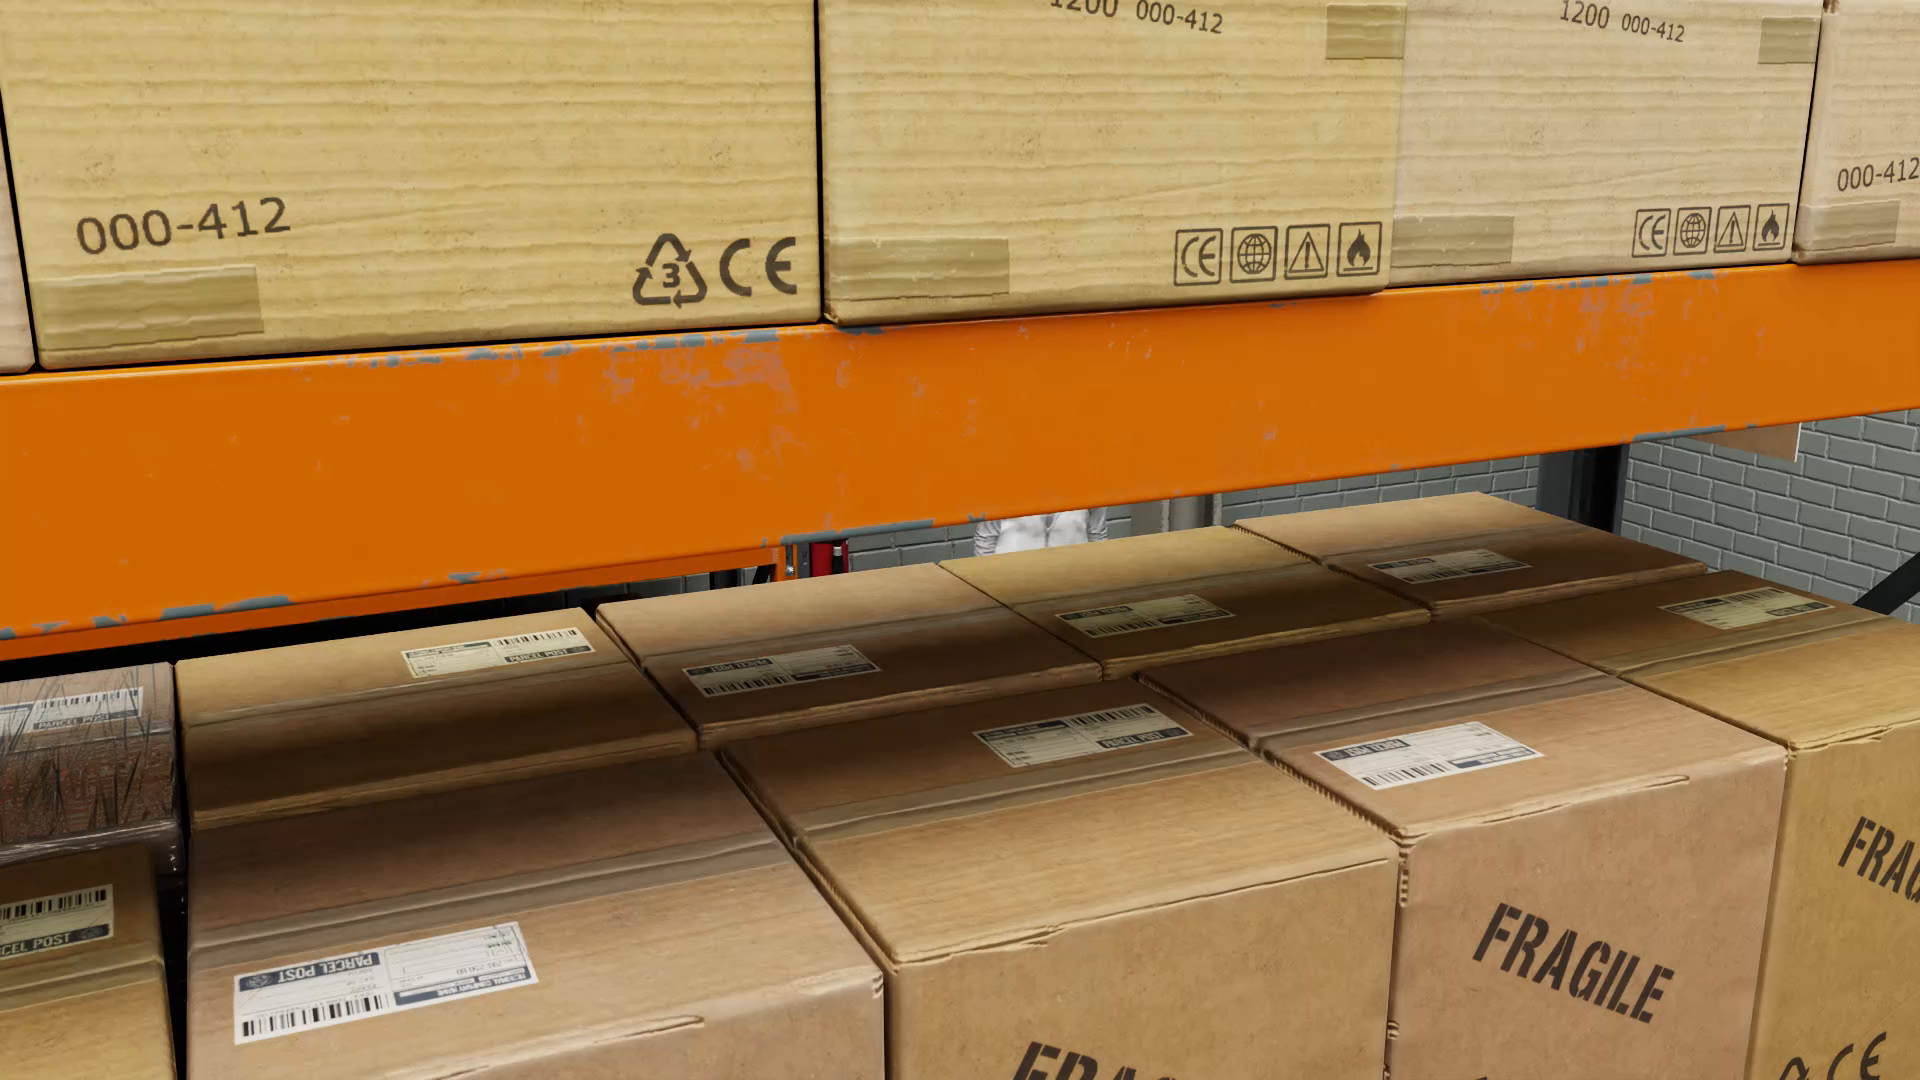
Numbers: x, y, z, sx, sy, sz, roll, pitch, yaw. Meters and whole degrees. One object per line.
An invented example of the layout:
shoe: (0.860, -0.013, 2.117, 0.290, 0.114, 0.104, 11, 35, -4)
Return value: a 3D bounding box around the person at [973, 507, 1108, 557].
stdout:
person: (0.349, 0.233, 7.105, 0.589, 1.772, 0.461, -2, 15, -7)
